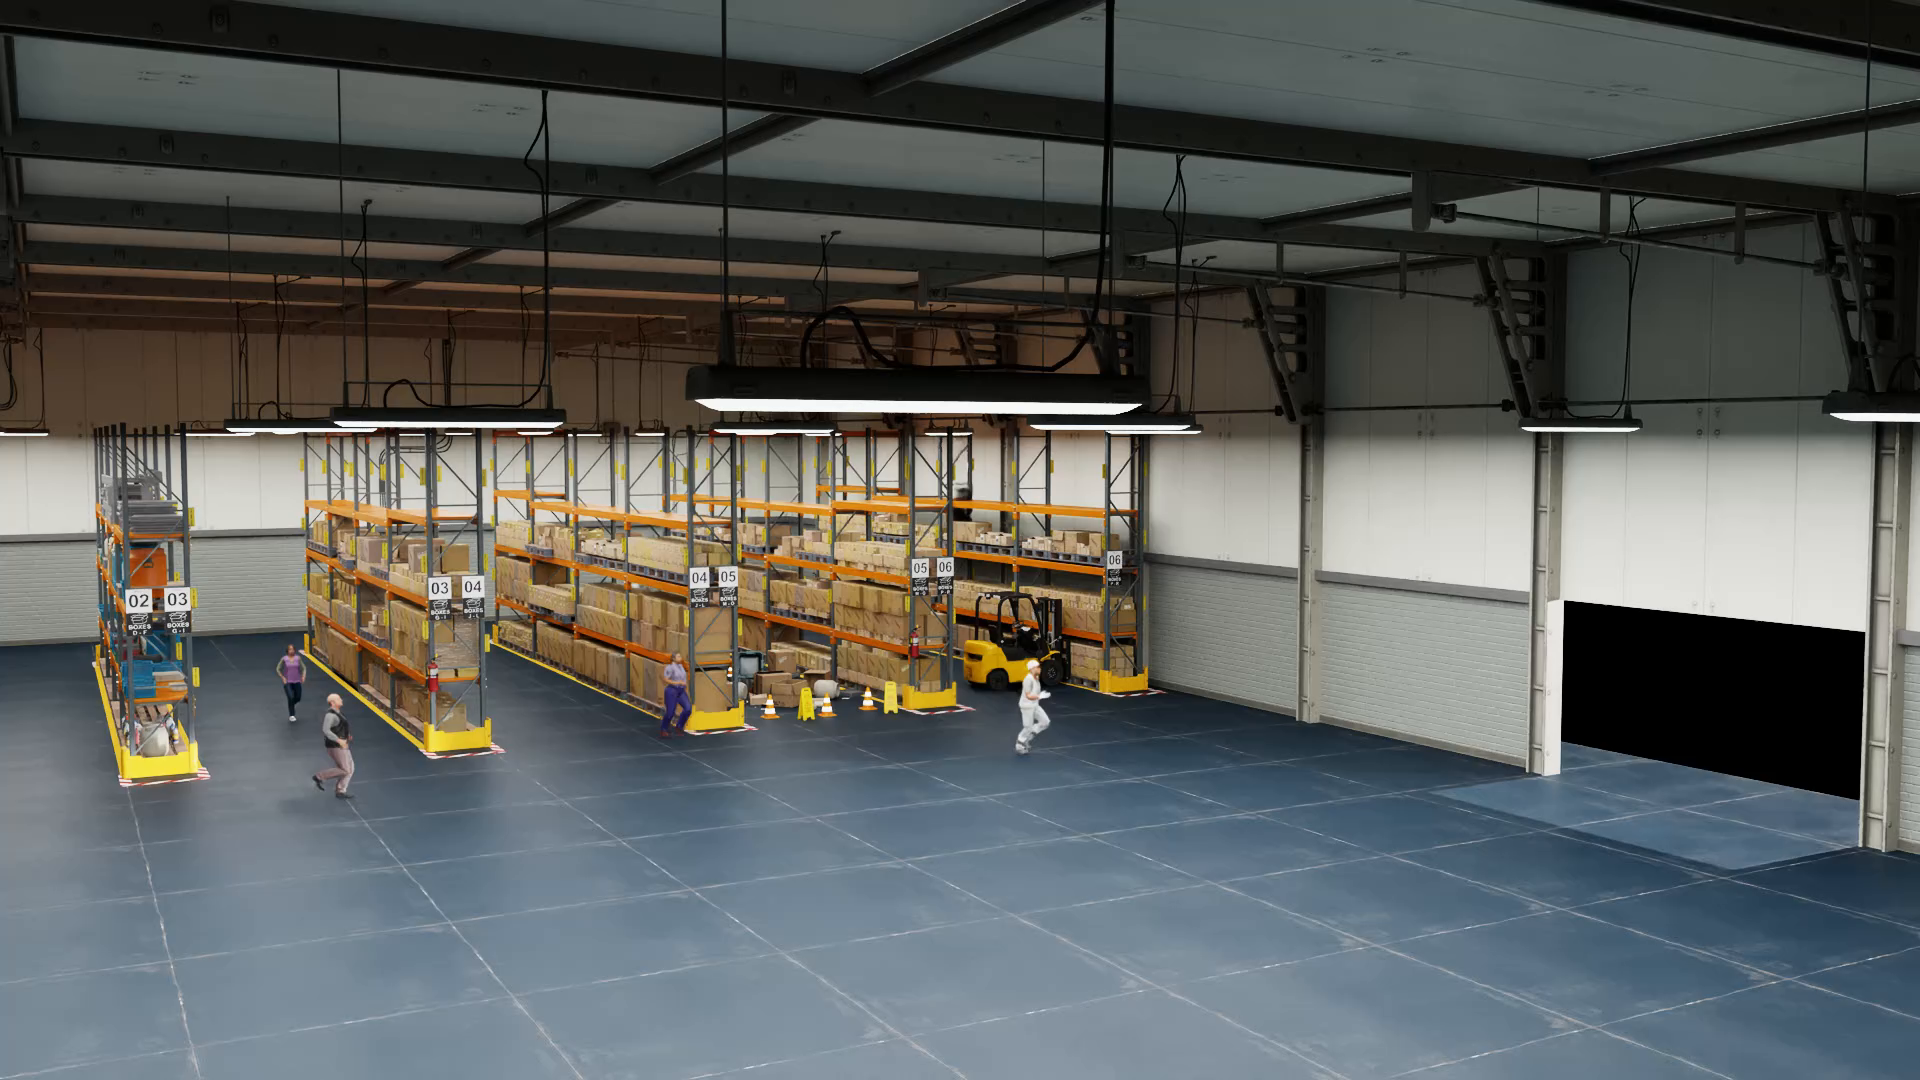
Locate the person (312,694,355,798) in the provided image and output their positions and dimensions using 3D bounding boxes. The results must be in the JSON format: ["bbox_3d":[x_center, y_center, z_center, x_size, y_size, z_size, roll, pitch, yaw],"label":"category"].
[{"bbox_3d":[-9.969,3.285,26.488,0.612,1.681,0.660,-1,4,-9],"label":"person"}]

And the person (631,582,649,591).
[{"bbox_3d":[-9.813,1.812,50.101,0.651,1.770,0.682,-3,4,-38],"label":"person"}]

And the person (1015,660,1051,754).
[{"bbox_3d":[1.326,3.018,30.060,0.726,1.726,0.704,2,4,24],"label":"person"}]

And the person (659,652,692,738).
[{"bbox_3d":[-5.448,2.982,31.969,0.638,1.678,0.605,2,4,33],"label":"person"}]

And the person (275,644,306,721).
[{"bbox_3d":[-13.639,2.891,33.893,0.583,1.553,0.594,-2,4,-34],"label":"person"}]
